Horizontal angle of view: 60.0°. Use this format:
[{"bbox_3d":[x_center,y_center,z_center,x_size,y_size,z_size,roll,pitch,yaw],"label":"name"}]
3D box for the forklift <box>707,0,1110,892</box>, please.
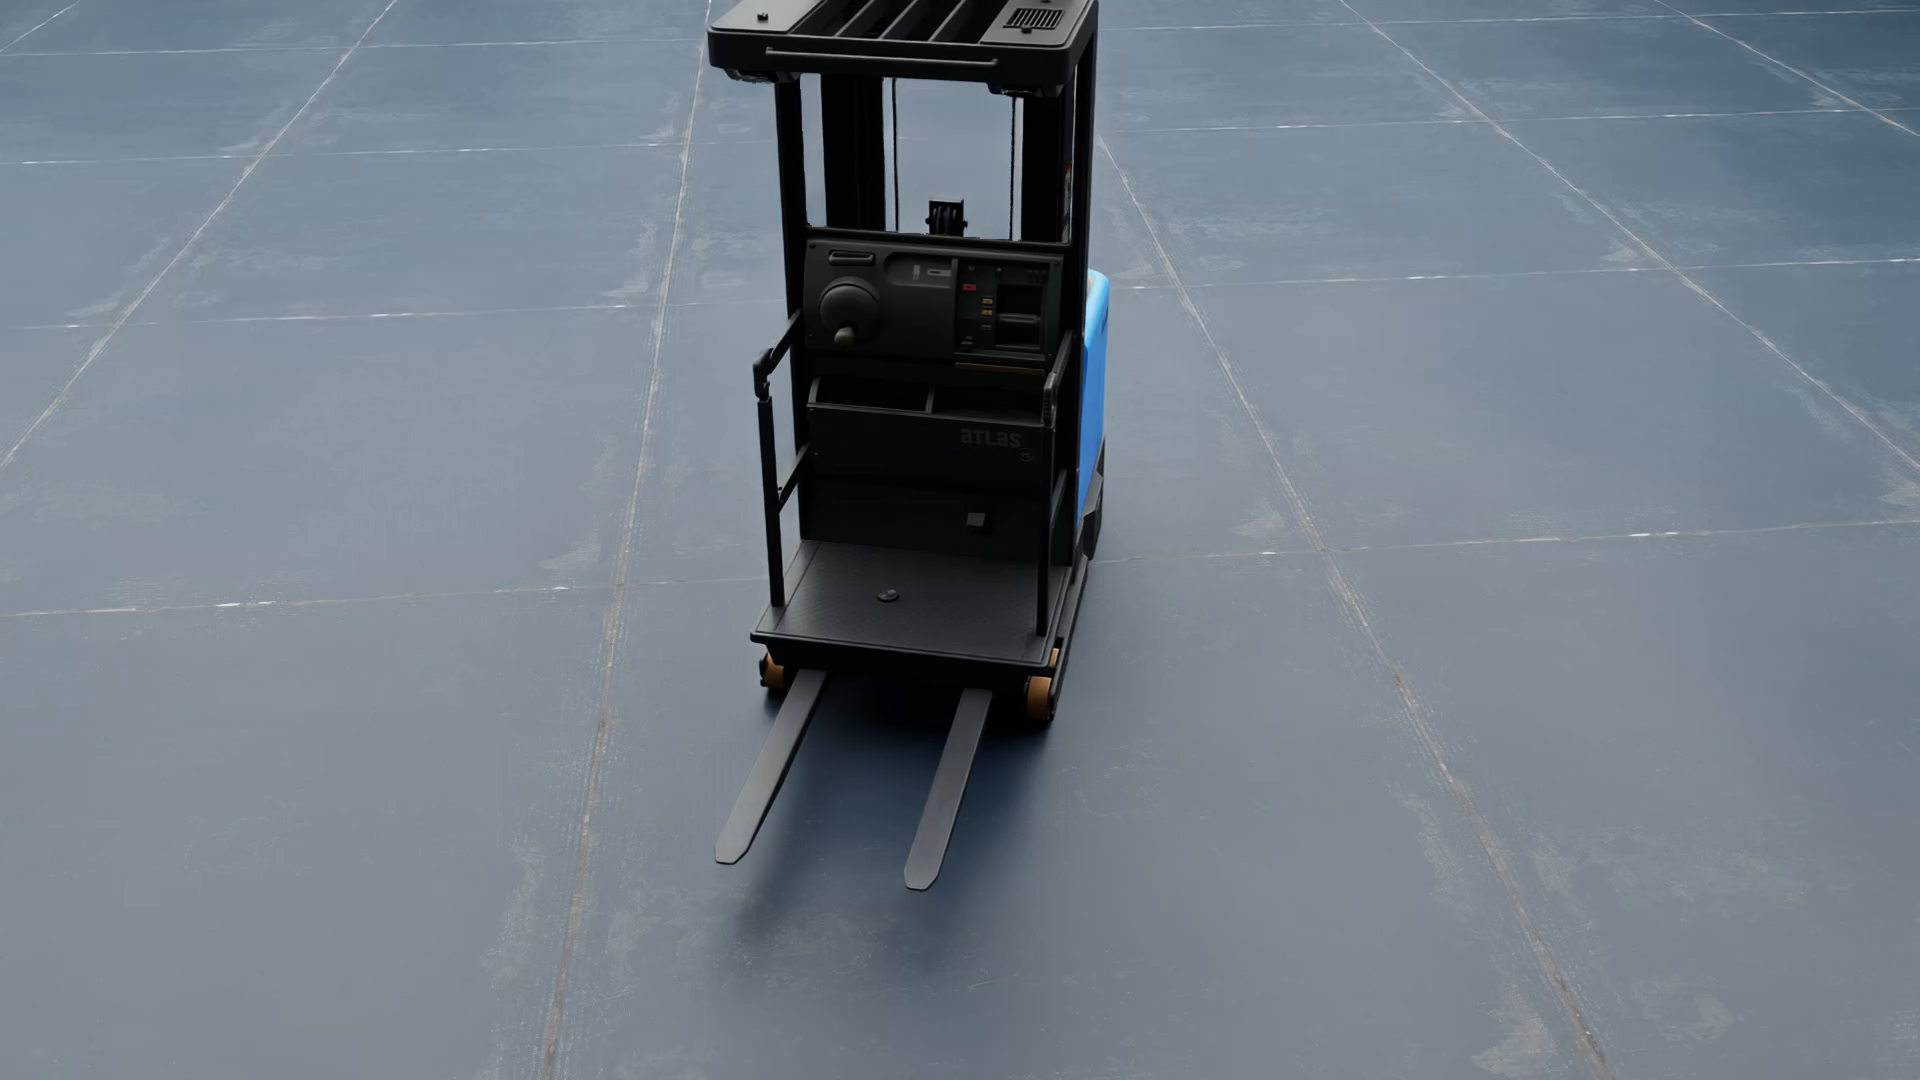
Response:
[{"bbox_3d":[-0.139,-0.799,5.730,1.130,2.935,3.031,6,31,10],"label":"forklift"}]
